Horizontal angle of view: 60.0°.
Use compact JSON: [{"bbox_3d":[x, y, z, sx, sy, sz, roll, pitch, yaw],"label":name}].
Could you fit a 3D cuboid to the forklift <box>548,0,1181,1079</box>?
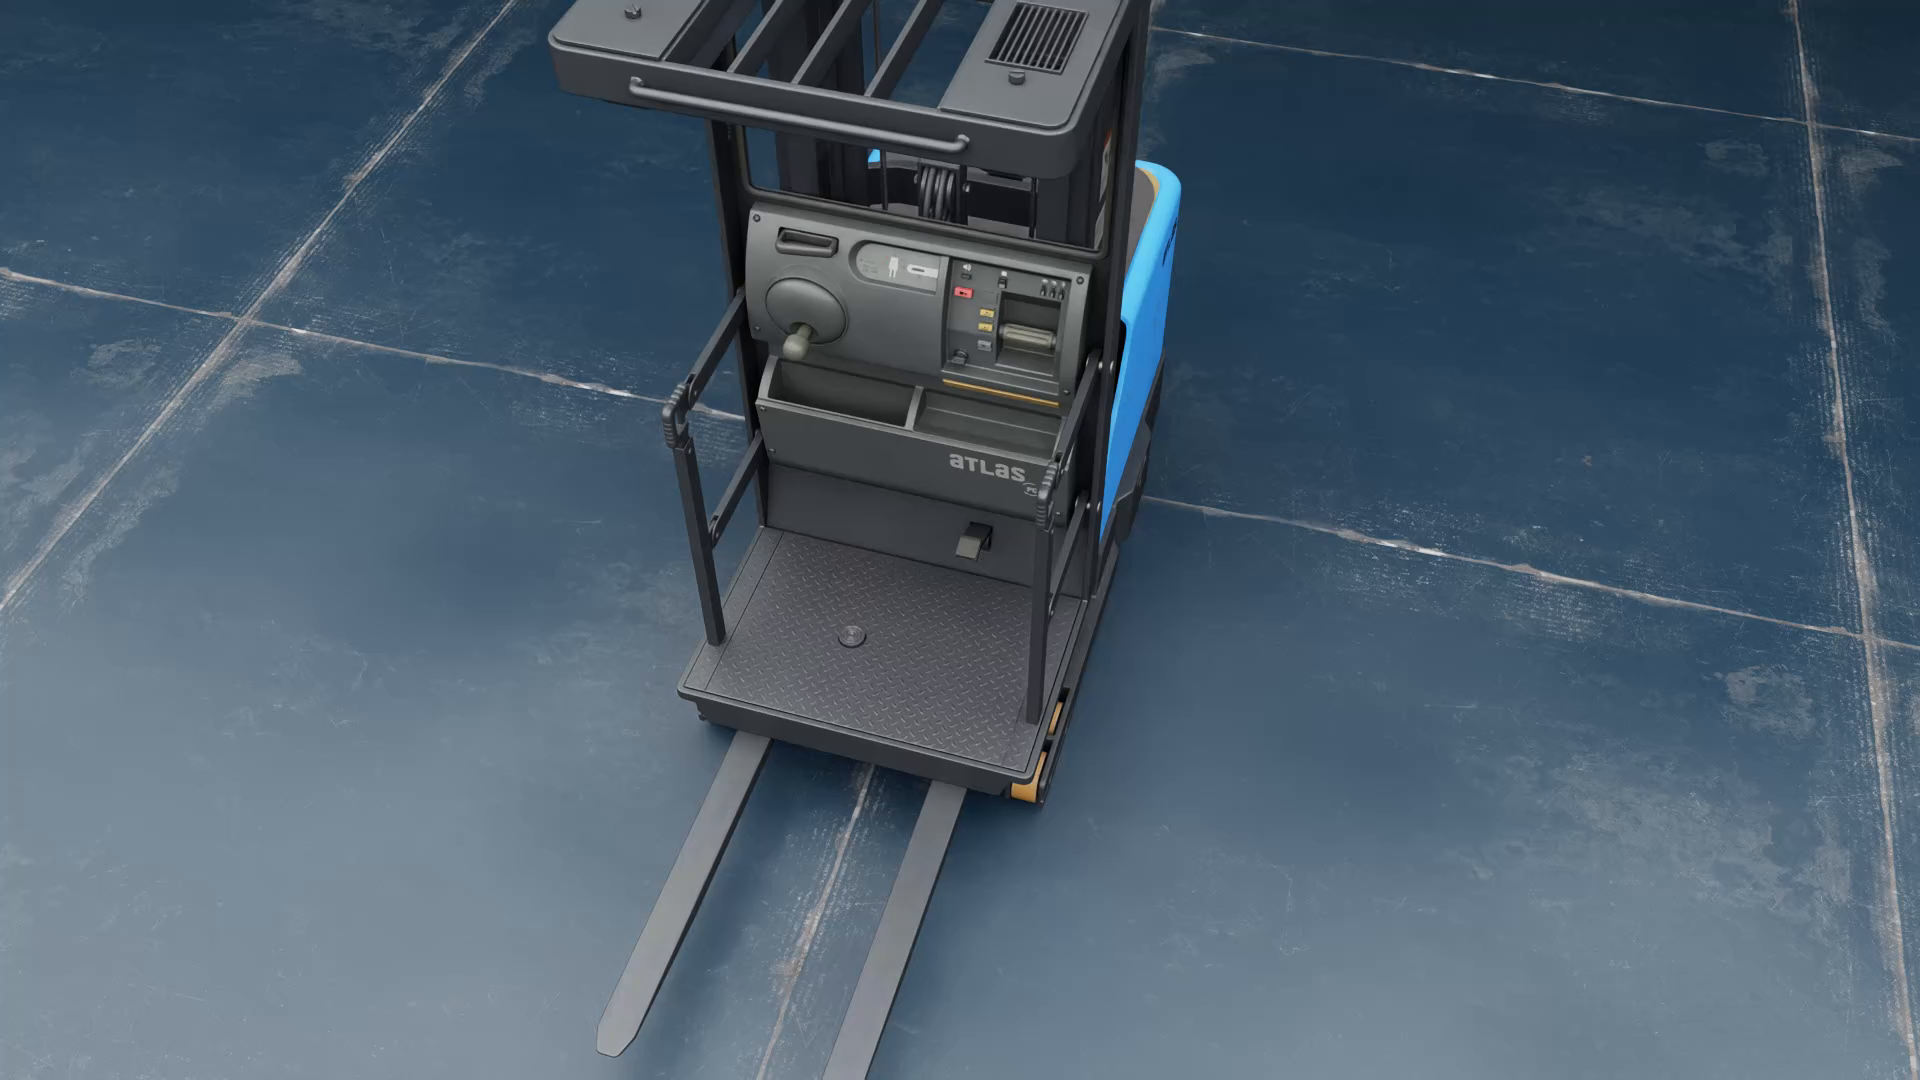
[{"bbox_3d":[-0.183,-0.517,4.252,1.130,2.935,3.031,13,50,11],"label":"forklift"}]
